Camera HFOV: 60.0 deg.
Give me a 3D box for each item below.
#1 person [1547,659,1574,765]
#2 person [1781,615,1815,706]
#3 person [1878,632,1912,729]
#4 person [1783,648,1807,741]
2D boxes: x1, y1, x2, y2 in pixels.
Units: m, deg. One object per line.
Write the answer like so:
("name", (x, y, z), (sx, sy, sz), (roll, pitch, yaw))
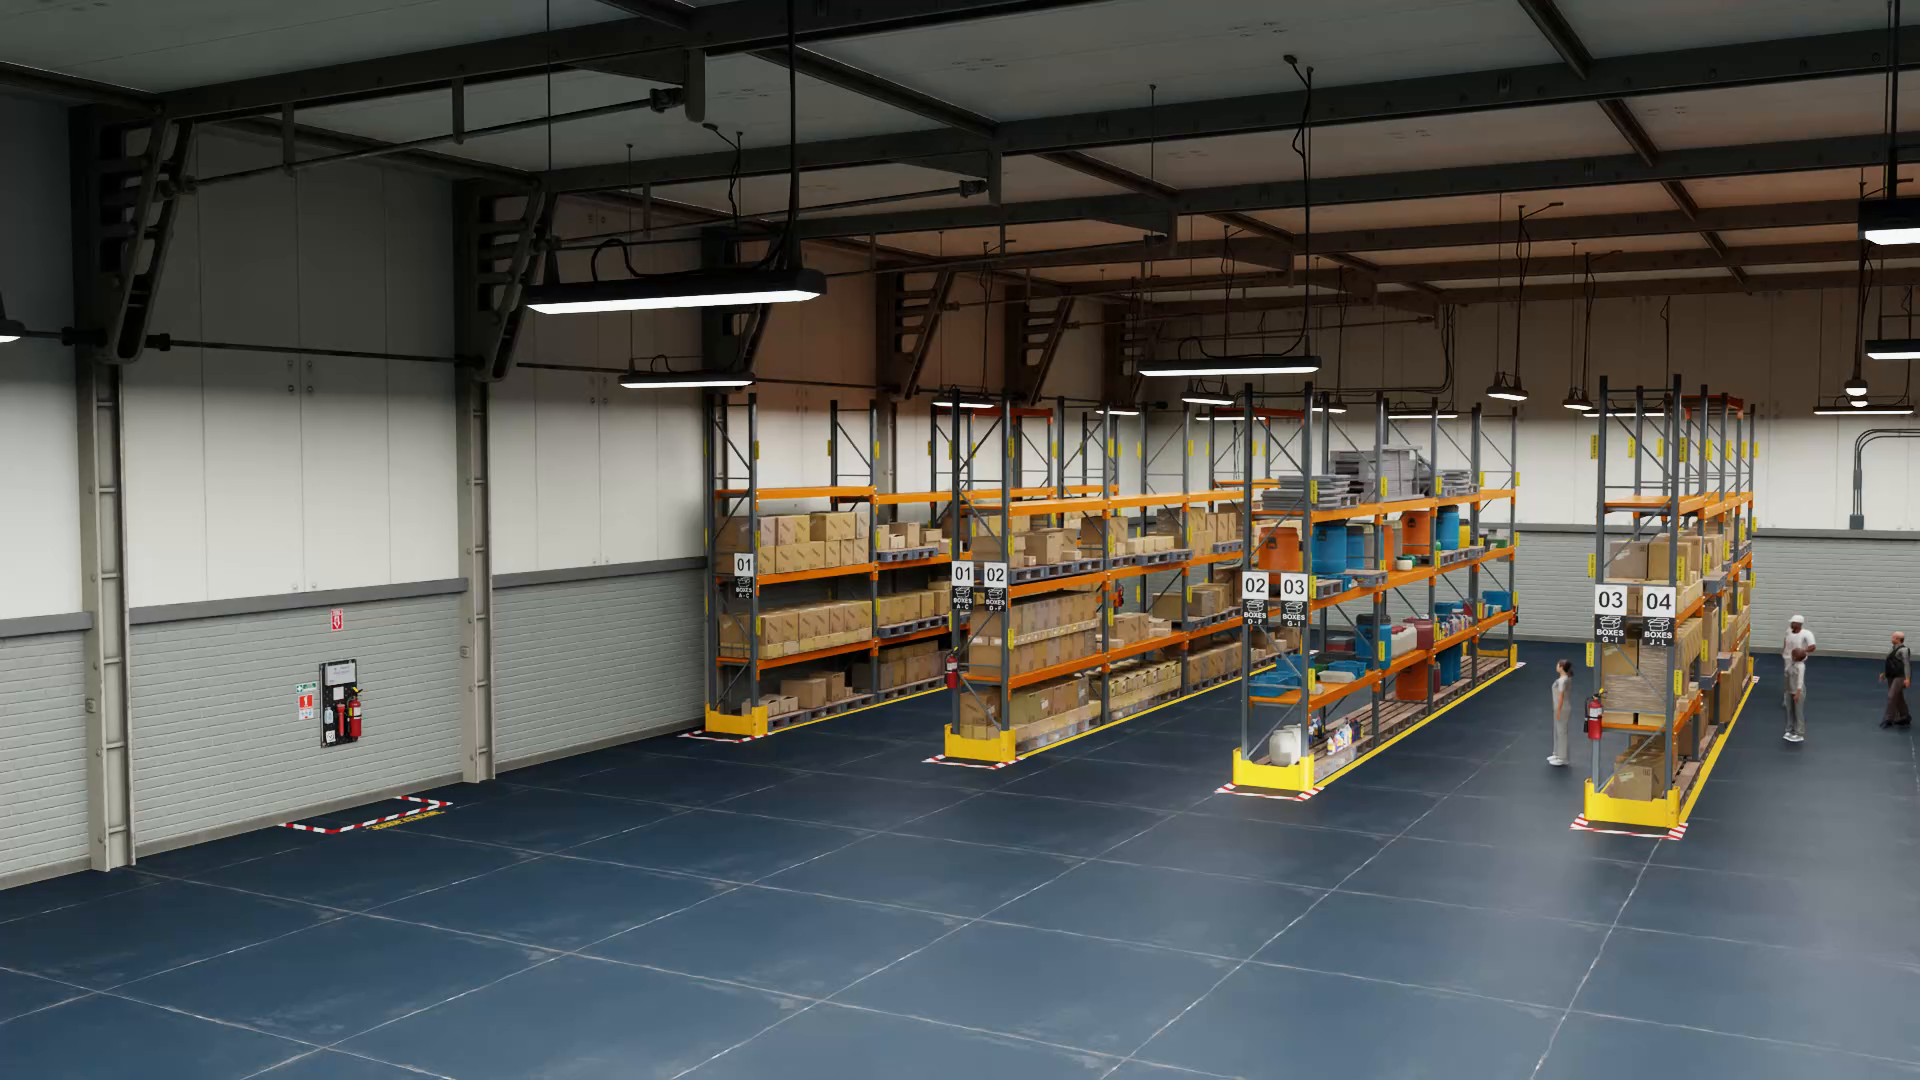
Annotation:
("person", (9.576, 2.726, 26.512), (0.364, 1.677, 0.477), (1, 3, 11))
("person", (16.522, 2.371, 32.783), (0.574, 1.784, 0.762), (1, 3, 22))
("person", (16.892, 2.526, 30.065), (0.760, 1.737, 0.602), (0, 3, -7))
("person", (14.414, 2.658, 28.691), (0.324, 1.604, 0.443), (-1, 3, -10))
